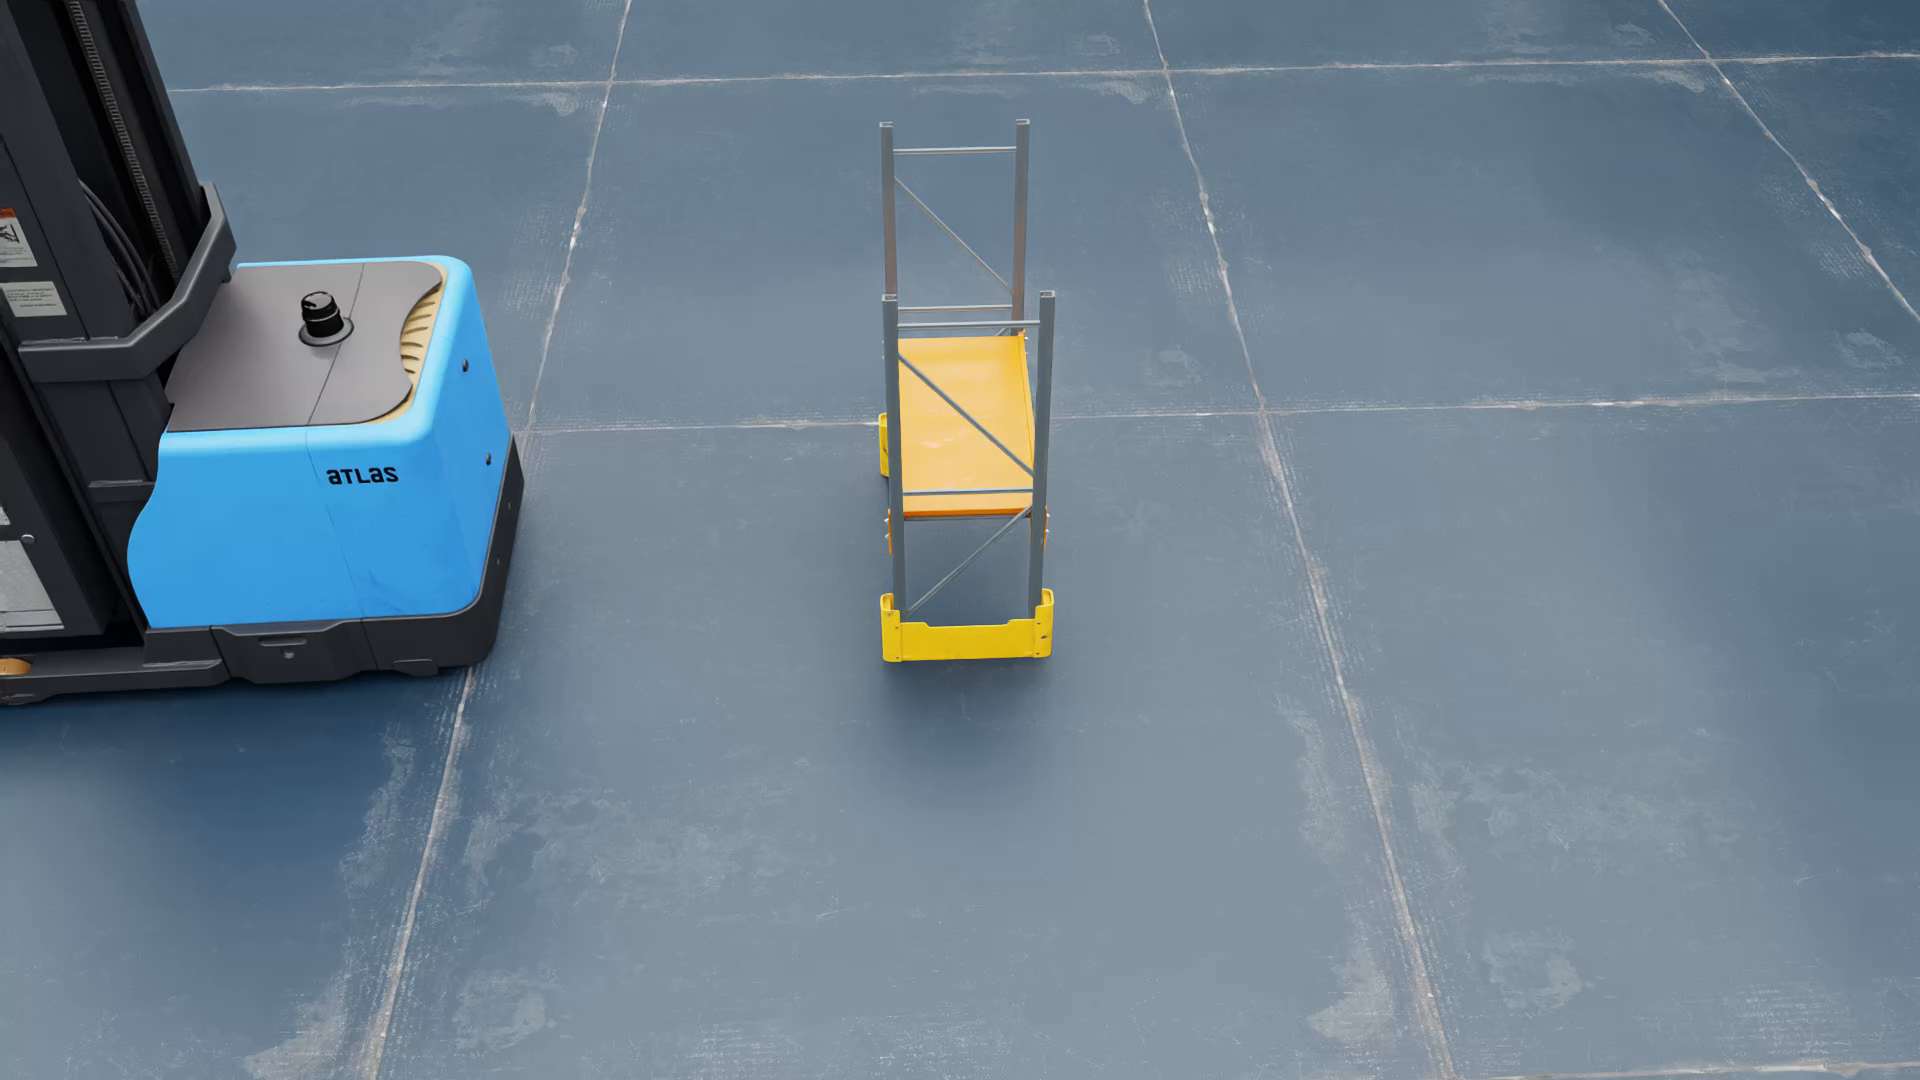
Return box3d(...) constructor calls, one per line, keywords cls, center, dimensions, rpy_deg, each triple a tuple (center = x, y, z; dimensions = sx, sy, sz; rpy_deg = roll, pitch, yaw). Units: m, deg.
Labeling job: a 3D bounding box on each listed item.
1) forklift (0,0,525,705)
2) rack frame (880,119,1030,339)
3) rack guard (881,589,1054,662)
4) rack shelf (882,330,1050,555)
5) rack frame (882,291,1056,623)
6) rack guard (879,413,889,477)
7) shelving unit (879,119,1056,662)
box3d(cls="forklift", center=(-3.150, -0.883, 5.044), dimensions=(3.031, 2.935, 1.130), rpy_deg=(-3, 43, -3))
box3d(cls="rack frame", center=(-0.018, -0.838, 6.055), dimensions=(0.500, 1.500, 0.032), rpy_deg=(-2, 43, -2))
box3d(cls="rack guard", center=(0.024, 0.296, 5.743), dimensions=(0.587, 0.250, 0.087), rpy_deg=(-2, 43, -2))
box3d(cls="rack shelf", center=(0.004, -0.363, 5.802), dimensions=(0.538, 0.185, 1.000), rpy_deg=(-2, 43, -2))
box3d(cls="rack frame", center=(0.025, -0.152, 5.306), dimensions=(0.500, 1.500, 0.032), rpy_deg=(-2, 43, -2))
box3d(cls="rack guard", center=(-0.018, -0.377, 6.476), dimensions=(0.587, 0.250, 0.087), rpy_deg=(-2, 43, -2))
box3d(cls="shelving unit", center=(0.003, -0.501, 5.687), dimensions=(0.587, 1.500, 1.083), rpy_deg=(-2, 43, -2))
